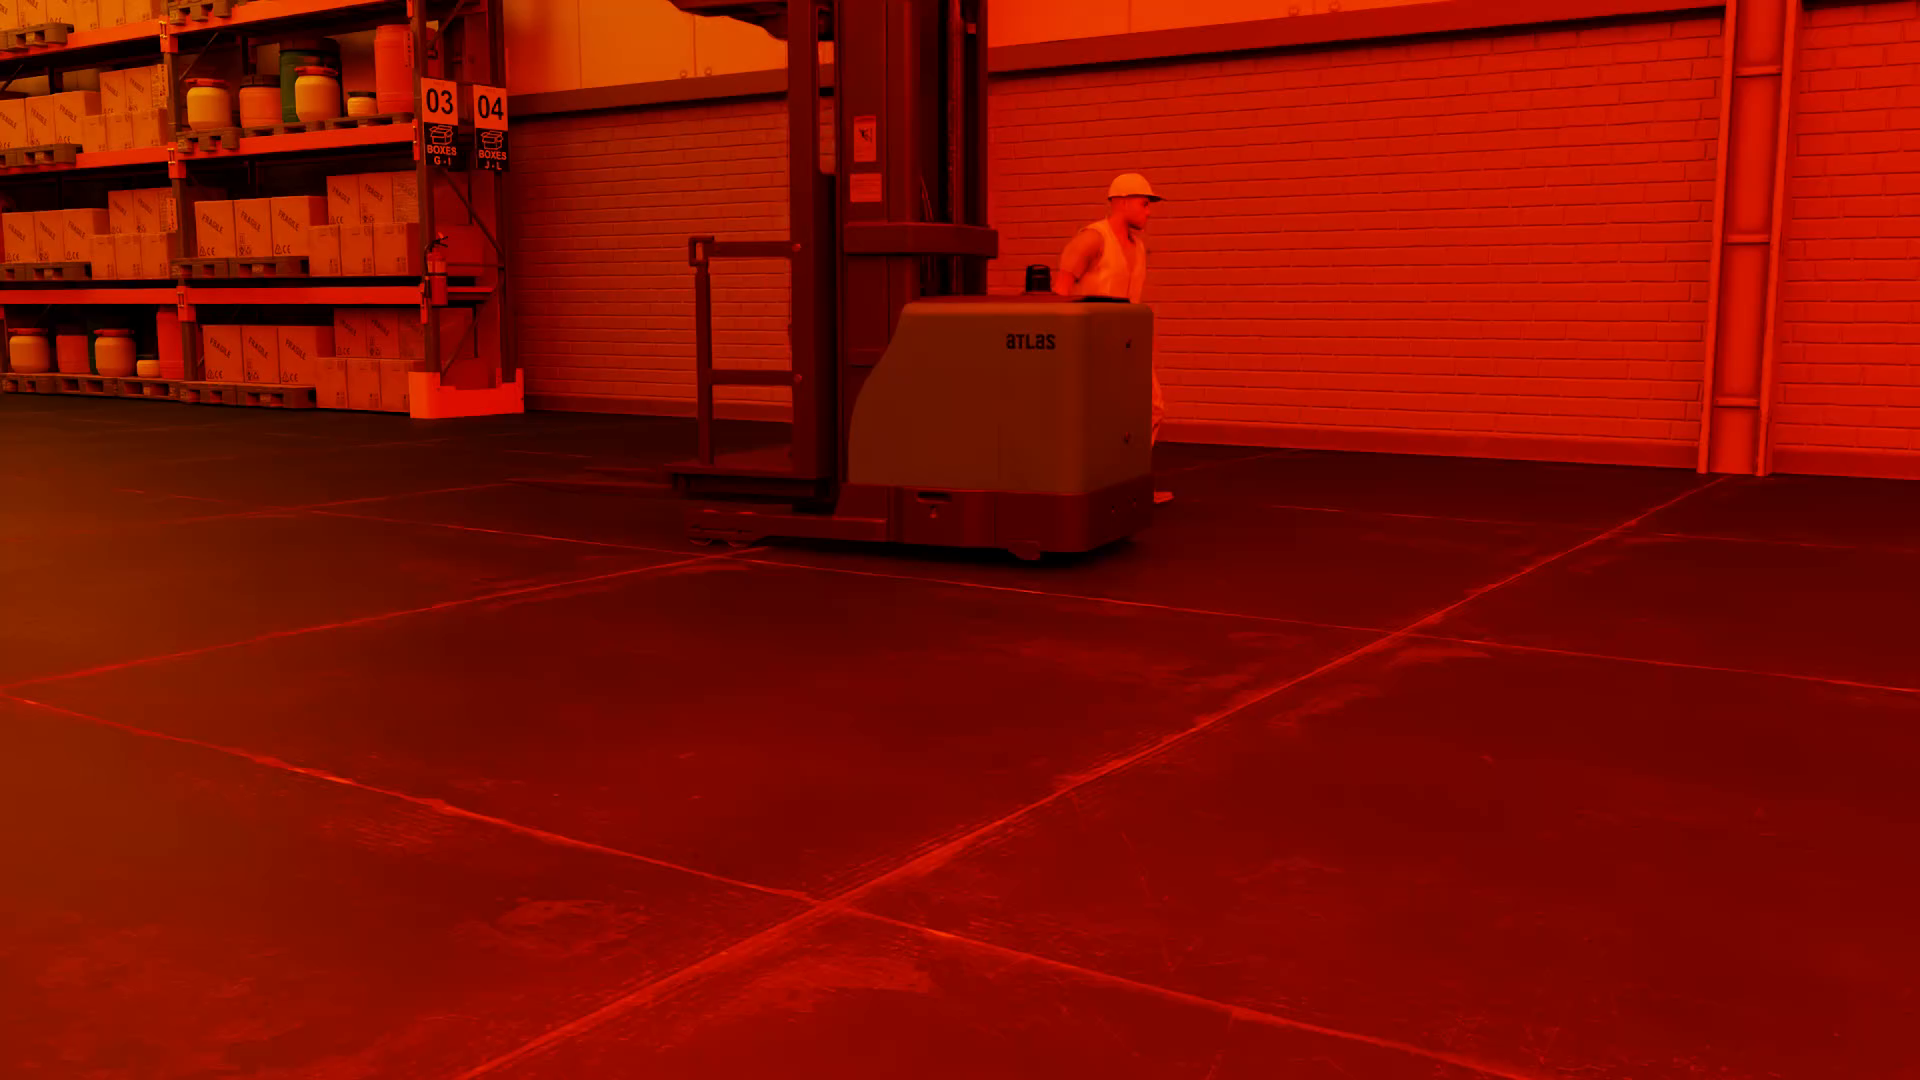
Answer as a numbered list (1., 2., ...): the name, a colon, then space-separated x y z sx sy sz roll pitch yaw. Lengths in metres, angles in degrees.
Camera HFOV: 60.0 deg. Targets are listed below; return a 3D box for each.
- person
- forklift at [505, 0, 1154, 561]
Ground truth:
1. person: 0.763 -1.011 8.636 0.869 1.750 0.459 -8 11 -43
2. forklift: -0.685 -1.477 7.577 3.031 2.935 1.130 4 9 23
